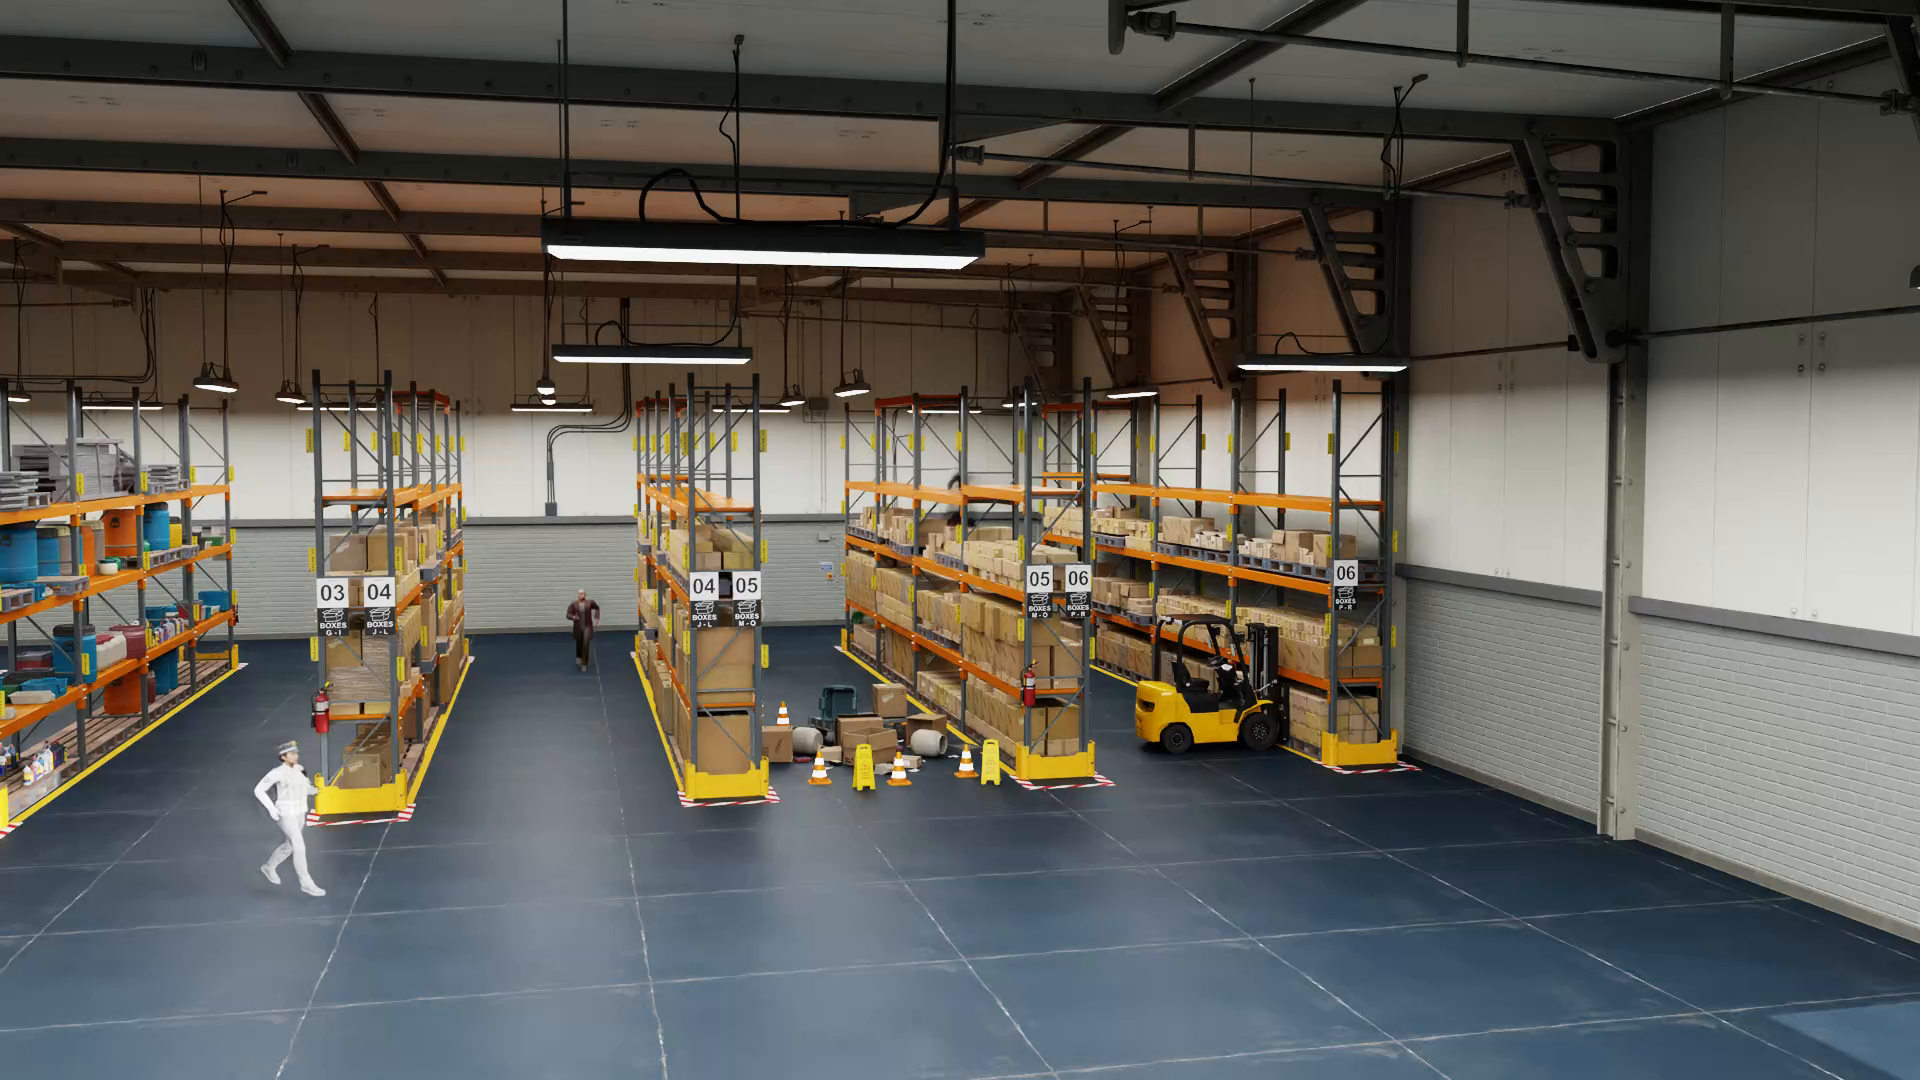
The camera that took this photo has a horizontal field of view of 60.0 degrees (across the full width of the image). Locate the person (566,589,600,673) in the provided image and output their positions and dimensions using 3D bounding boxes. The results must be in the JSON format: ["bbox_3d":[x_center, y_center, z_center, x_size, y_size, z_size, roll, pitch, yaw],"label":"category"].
[{"bbox_3d":[-8.353,1.985,36.859,0.720,1.805,1.060,0,3,-7],"label":"person"}]

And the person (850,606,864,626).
[{"bbox_3d":[-2.545,1.735,41.745,0.565,1.719,0.761,0,3,1],"label":"person"}]

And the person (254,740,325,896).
[{"bbox_3d":[-7.440,3.067,18.468,0.929,1.687,0.589,1,3,17],"label":"person"}]
